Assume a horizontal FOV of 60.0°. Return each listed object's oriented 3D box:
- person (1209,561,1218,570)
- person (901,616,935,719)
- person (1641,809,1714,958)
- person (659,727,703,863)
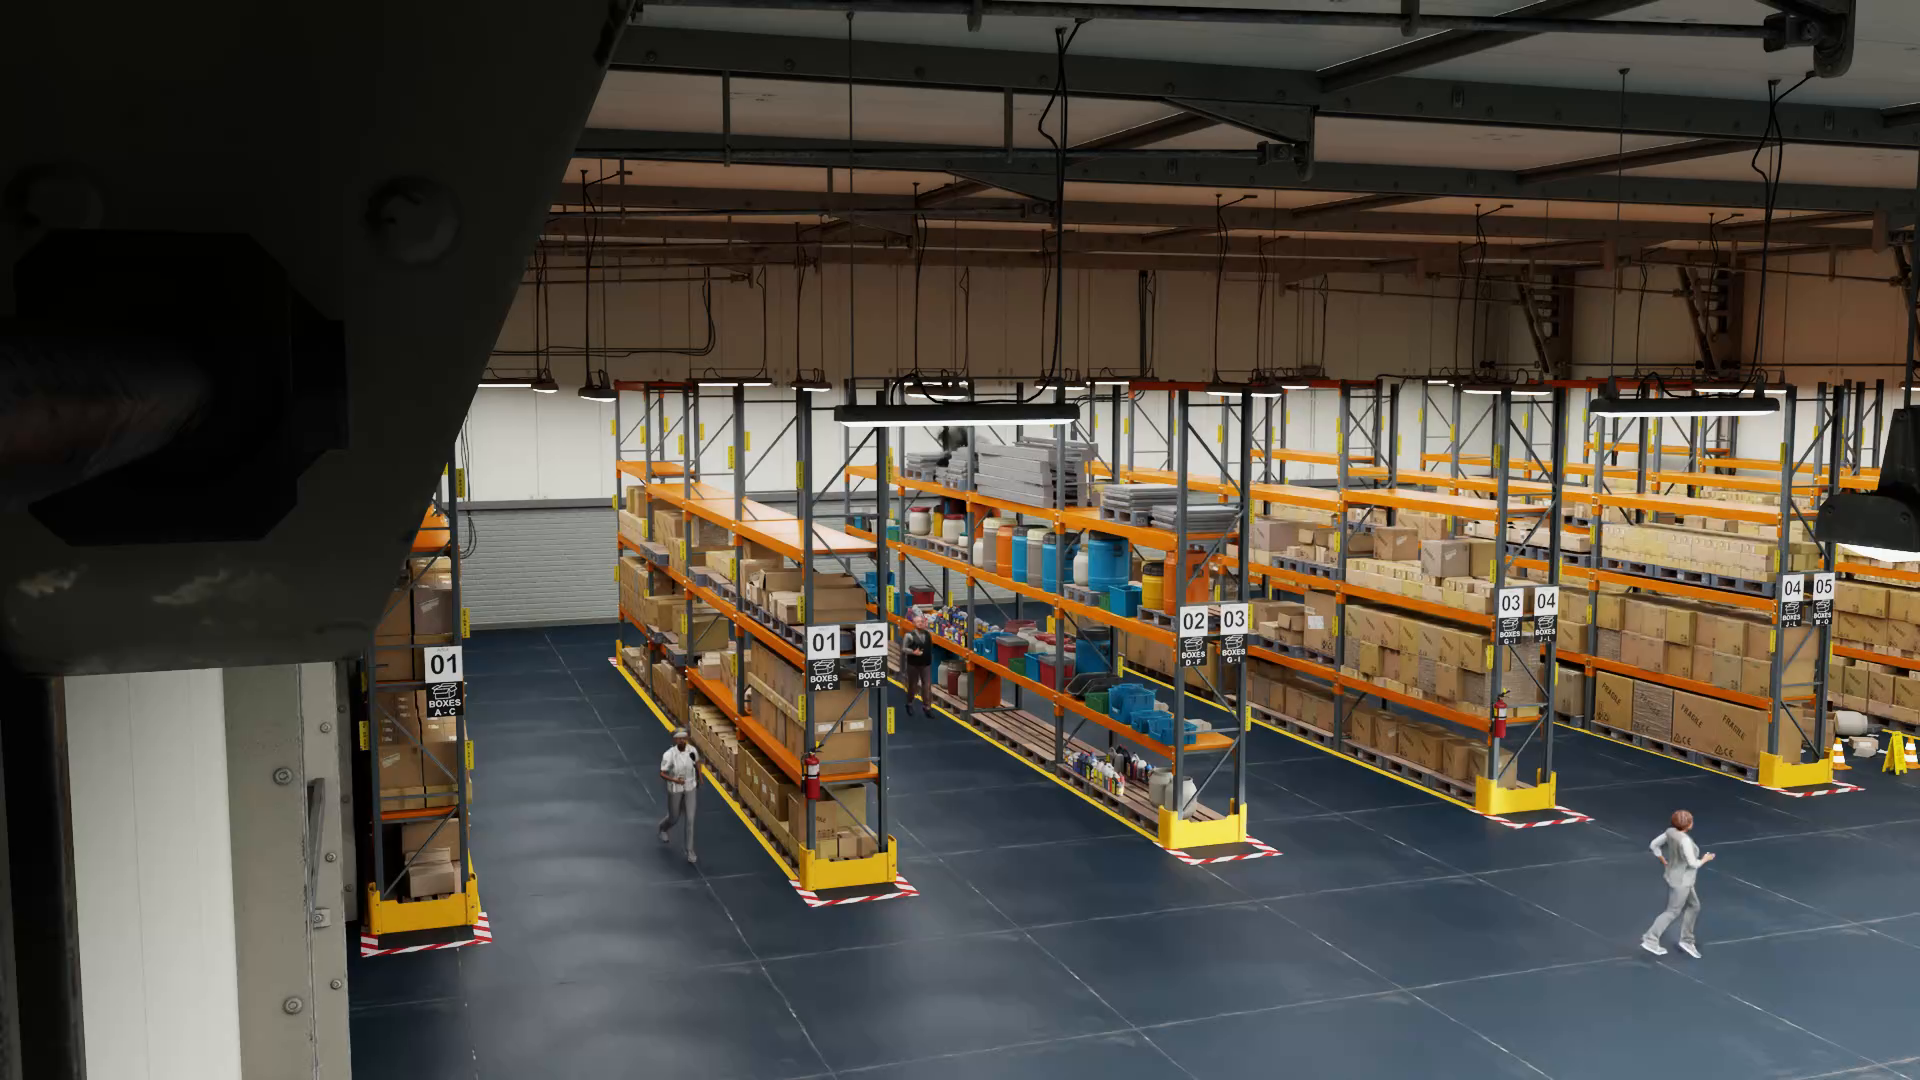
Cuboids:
[{"bbox_3d":[6.204,1.146,40.933,0.608,1.512,0.675,-6,8,-44],"label":"person"},{"bbox_3d":[-0.675,2.179,28.342,0.663,1.758,0.890,-3,7,-25],"label":"person"},{"bbox_3d":[7.633,3.666,17.686,0.724,1.646,0.474,1,6,6],"label":"person"},{"bbox_3d":[-3.592,3.230,21.458,0.589,1.710,0.878,-3,7,-25],"label":"person"}]
